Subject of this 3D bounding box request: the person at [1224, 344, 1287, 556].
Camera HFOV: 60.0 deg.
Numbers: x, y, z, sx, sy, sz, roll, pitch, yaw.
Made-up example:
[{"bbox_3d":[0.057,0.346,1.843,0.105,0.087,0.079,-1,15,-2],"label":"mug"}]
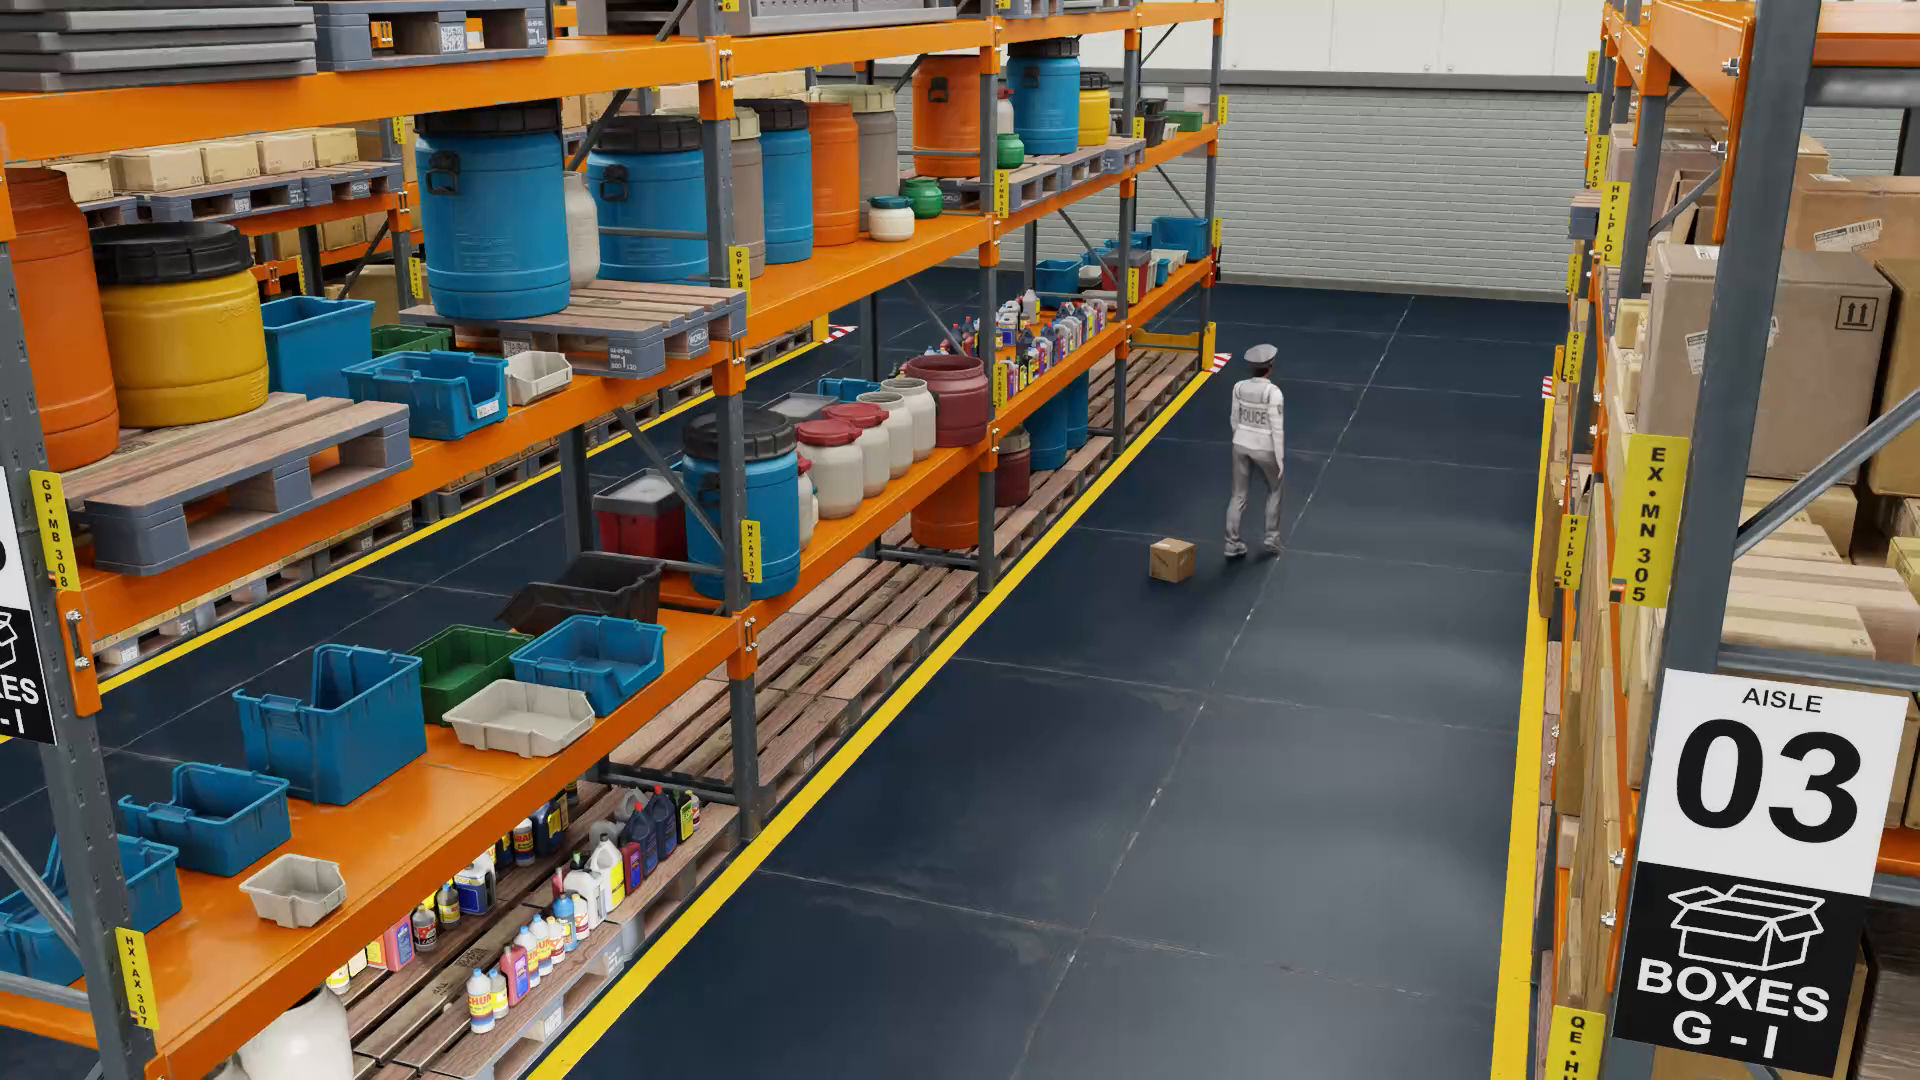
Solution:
[{"bbox_3d":[2.344,-0.672,13.057,0.540,1.741,0.649,15,24,37],"label":"person"}]
